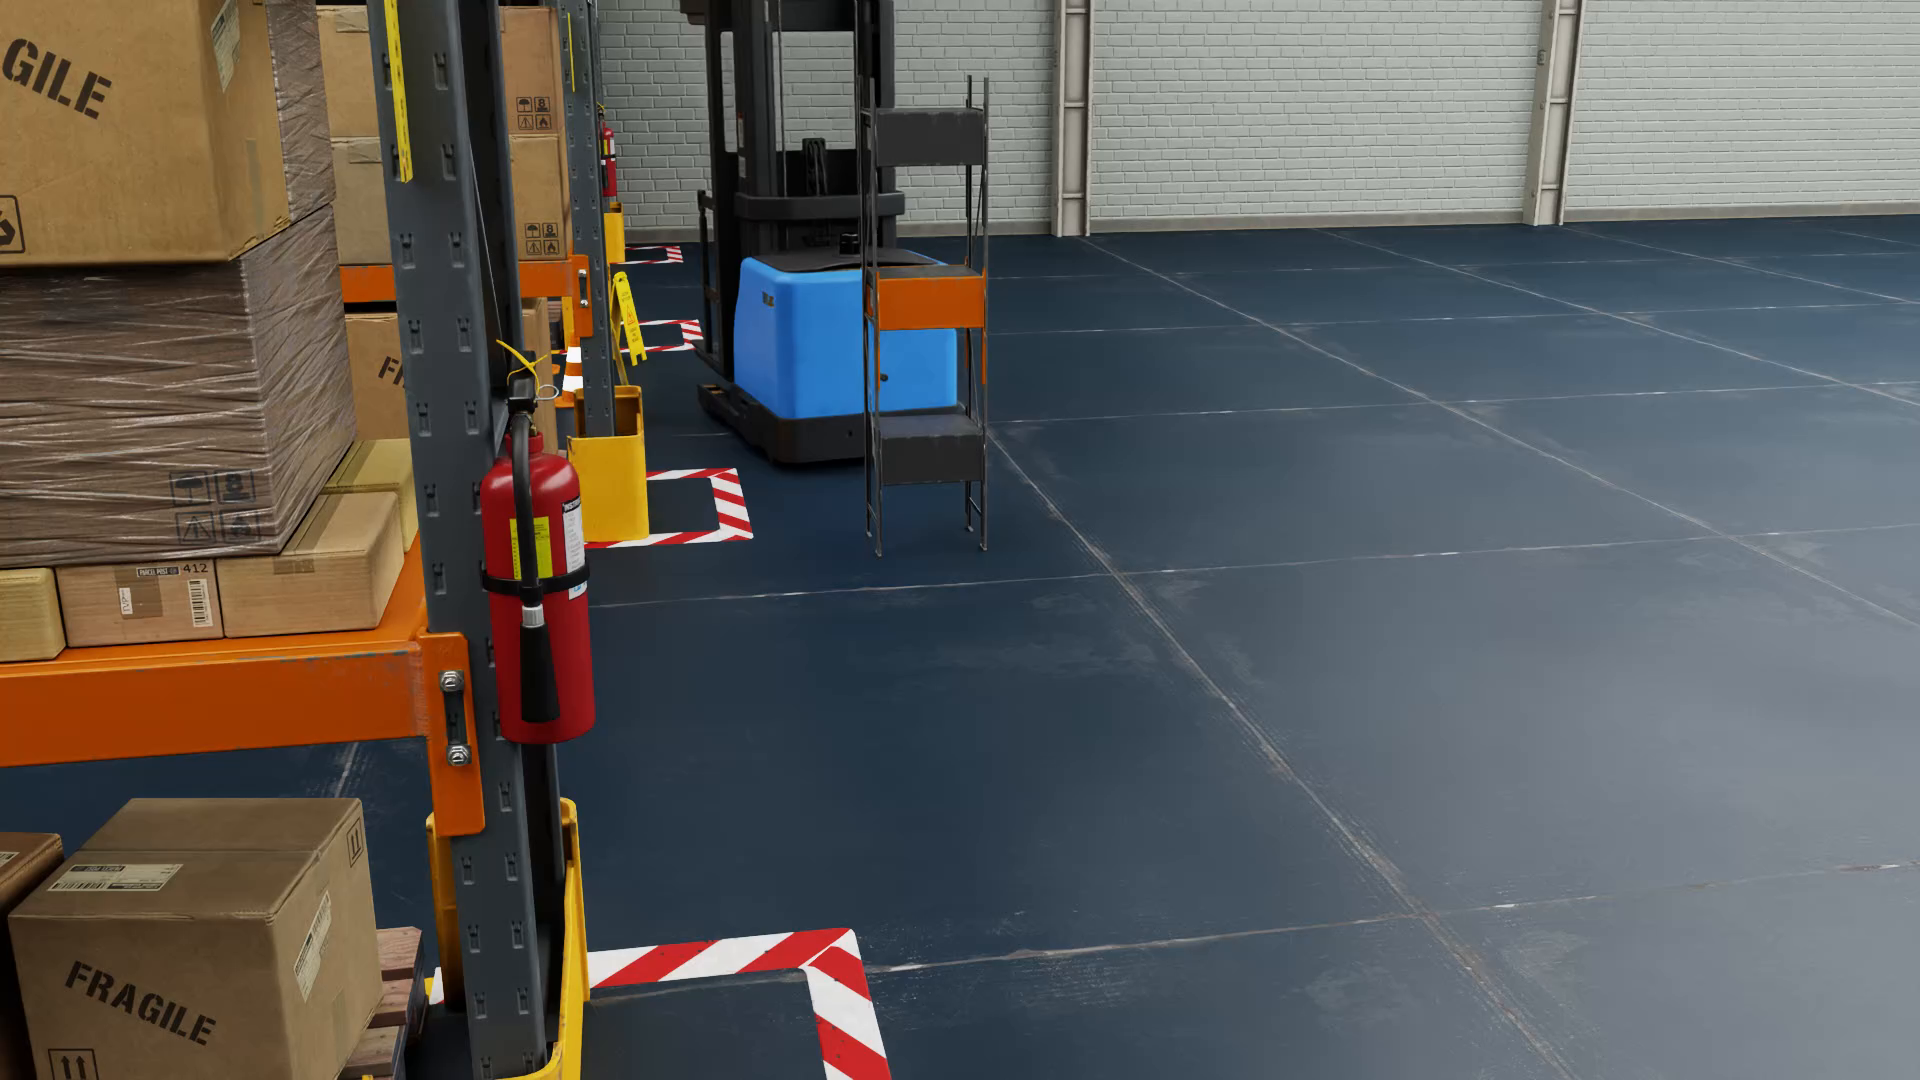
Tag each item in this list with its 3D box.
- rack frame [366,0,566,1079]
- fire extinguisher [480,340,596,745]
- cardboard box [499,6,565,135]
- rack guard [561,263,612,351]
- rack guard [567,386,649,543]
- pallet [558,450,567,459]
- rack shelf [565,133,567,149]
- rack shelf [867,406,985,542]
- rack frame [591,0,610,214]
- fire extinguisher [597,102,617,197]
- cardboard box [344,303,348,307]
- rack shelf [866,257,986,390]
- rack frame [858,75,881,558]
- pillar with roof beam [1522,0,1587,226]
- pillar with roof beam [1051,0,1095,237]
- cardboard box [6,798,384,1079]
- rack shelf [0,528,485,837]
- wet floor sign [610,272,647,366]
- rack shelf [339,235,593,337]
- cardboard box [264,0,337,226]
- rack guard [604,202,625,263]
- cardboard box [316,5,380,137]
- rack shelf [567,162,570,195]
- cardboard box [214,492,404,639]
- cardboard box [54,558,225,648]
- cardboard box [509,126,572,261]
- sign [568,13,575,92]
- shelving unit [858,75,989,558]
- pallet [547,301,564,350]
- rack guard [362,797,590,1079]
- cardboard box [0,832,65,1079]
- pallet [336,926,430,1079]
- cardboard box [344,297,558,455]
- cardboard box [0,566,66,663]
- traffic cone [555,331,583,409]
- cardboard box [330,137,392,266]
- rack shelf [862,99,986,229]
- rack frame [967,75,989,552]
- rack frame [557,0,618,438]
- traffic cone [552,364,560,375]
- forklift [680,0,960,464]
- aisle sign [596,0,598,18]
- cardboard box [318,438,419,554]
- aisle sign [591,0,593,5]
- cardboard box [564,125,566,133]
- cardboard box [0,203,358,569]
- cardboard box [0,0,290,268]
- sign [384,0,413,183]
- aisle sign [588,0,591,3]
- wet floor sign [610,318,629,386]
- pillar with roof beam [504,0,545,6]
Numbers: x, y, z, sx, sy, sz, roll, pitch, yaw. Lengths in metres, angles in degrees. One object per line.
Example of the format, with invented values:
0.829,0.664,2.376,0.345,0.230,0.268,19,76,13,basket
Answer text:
-0.924,-0.158,3.216,0.127,3.000,1.000,-3,17,-10,rack frame
-0.724,0.006,2.816,0.183,0.674,0.296,-3,17,-10,fire extinguisher
-2.137,-2.171,7.678,0.550,0.550,0.875,-3,17,-10,cardboard box
-2.878,-1.815,12.870,0.348,0.500,1.175,-3,17,-10,rack guard
-1.742,-0.399,8.261,0.348,0.500,1.175,-3,17,-10,rack guard
-2.536,-0.193,8.081,1.213,0.211,1.003,-3,17,-10,pallet
-5.713,-3.990,16.918,4.000,0.370,1.077,-3,17,-10,rack shelf
-0.163,-0.312,7.683,0.480,0.518,0.431,-3,17,-10,rack shelf
-3.749,-4.445,17.175,0.127,3.000,1.000,-3,17,-10,rack frame
-2.604,-2.851,12.117,0.183,0.674,0.296,-3,17,-10,fire extinguisher
-3.282,-0.672,7.793,0.875,0.875,0.875,-4,17,-11,cardboard box
-0.163,-0.981,7.478,0.480,0.518,0.431,-3,17,-10,rack shelf
-0.402,-0.981,7.429,0.015,2.100,0.400,-3,17,-10,rack frame
7.995,-6.961,15.150,0.400,9.000,9.100,-3,17,-10,pillar with roof beam
2.104,-6.627,14.062,0.400,9.000,9.100,-3,17,-10,pillar with roof beam
-1.540,0.867,3.424,0.500,0.500,0.500,0,17,0,cardboard box
-2.888,0.298,2.959,4.000,0.370,1.077,-3,17,-10,rack shelf
-2.414,-1.591,11.893,0.232,0.644,0.267,3,17,9,wet floor sign
-3.729,-1.138,7.633,4.000,0.370,1.077,-3,17,-10,rack shelf
-1.516,-0.873,3.167,0.500,0.500,0.500,-3,17,-10,cardboard box
-3.726,-3.252,17.547,0.348,0.500,1.175,-3,17,-10,rack guard
-2.660,-2.114,7.492,0.550,0.550,0.875,-3,17,-10,cardboard box
-4.768,-2.559,12.260,4.000,0.370,1.077,-3,17,-10,rack shelf
-1.165,0.038,3.007,0.250,0.149,0.380,-3,17,-10,cardboard box
-1.410,0.052,2.963,0.250,0.149,0.380,-3,17,-10,cardboard box
-2.121,-1.631,7.758,0.550,0.550,0.875,-3,17,-10,cardboard box
-1.676,-2.103,7.173,0.005,0.325,0.100,-3,17,-10,sign
-0.163,-0.995,7.474,0.503,2.100,0.431,-3,17,-10,shelving unit
-3.683,-1.642,12.799,1.213,0.211,1.003,-3,17,-10,pallet
-0.998,1.042,3.569,0.348,0.500,1.175,-3,17,-10,rack guard
-2.121,0.910,3.283,0.500,0.500,0.500,1,17,4,cardboard box
-1.803,1.215,3.497,1.213,0.211,1.003,-3,17,-10,pallet
-2.419,-0.721,7.955,0.875,0.875,0.875,-3,17,-10,cardboard box
-1.646,0.080,2.869,0.250,0.149,0.380,-3,17,-10,cardboard box
-2.437,-1.105,10.621,0.334,0.463,0.336,-3,17,-10,traffic cone
-2.657,-1.594,7.638,0.550,0.550,0.875,-3,17,-10,cardboard box
-0.163,-1.651,7.272,0.480,0.518,0.431,-3,17,-10,rack shelf
0.077,-1.008,7.518,0.015,2.100,0.400,-3,17,-10,rack frame
-1.766,-1.593,7.890,0.127,3.000,1.000,-3,17,-10,rack frame
-2.981,-1.406,11.601,0.334,0.463,0.336,-3,17,-10,traffic cone
-1.009,-2.204,9.994,1.130,2.935,3.031,-7,18,-20,forklift
-3.629,-5.607,16.530,0.004,0.787,0.394,-3,17,-10,aisle sign
-1.249,-0.090,3.425,0.250,0.149,0.380,-3,17,-10,cardboard box
-1.753,-2.926,7.802,0.004,0.787,0.394,-3,17,-10,aisle sign
-4.182,-4.390,16.825,0.500,0.500,0.500,-4,17,-12,cardboard box
-1.469,-0.325,3.084,0.500,0.500,0.875,-3,17,-10,cardboard box
-1.417,-0.724,2.679,0.500,0.500,0.500,-3,17,-10,cardboard box
-0.838,-0.701,2.475,0.005,0.325,0.100,-3,17,-10,sign
-1.639,-2.753,7.239,0.004,0.787,0.394,-3,17,-10,aisle sign
-2.113,-1.040,10.099,0.232,0.644,0.267,-6,18,-20,wet floor sign
-3.787,-6.293,12.974,0.400,9.000,9.100,-3,17,-10,pillar with roof beam
